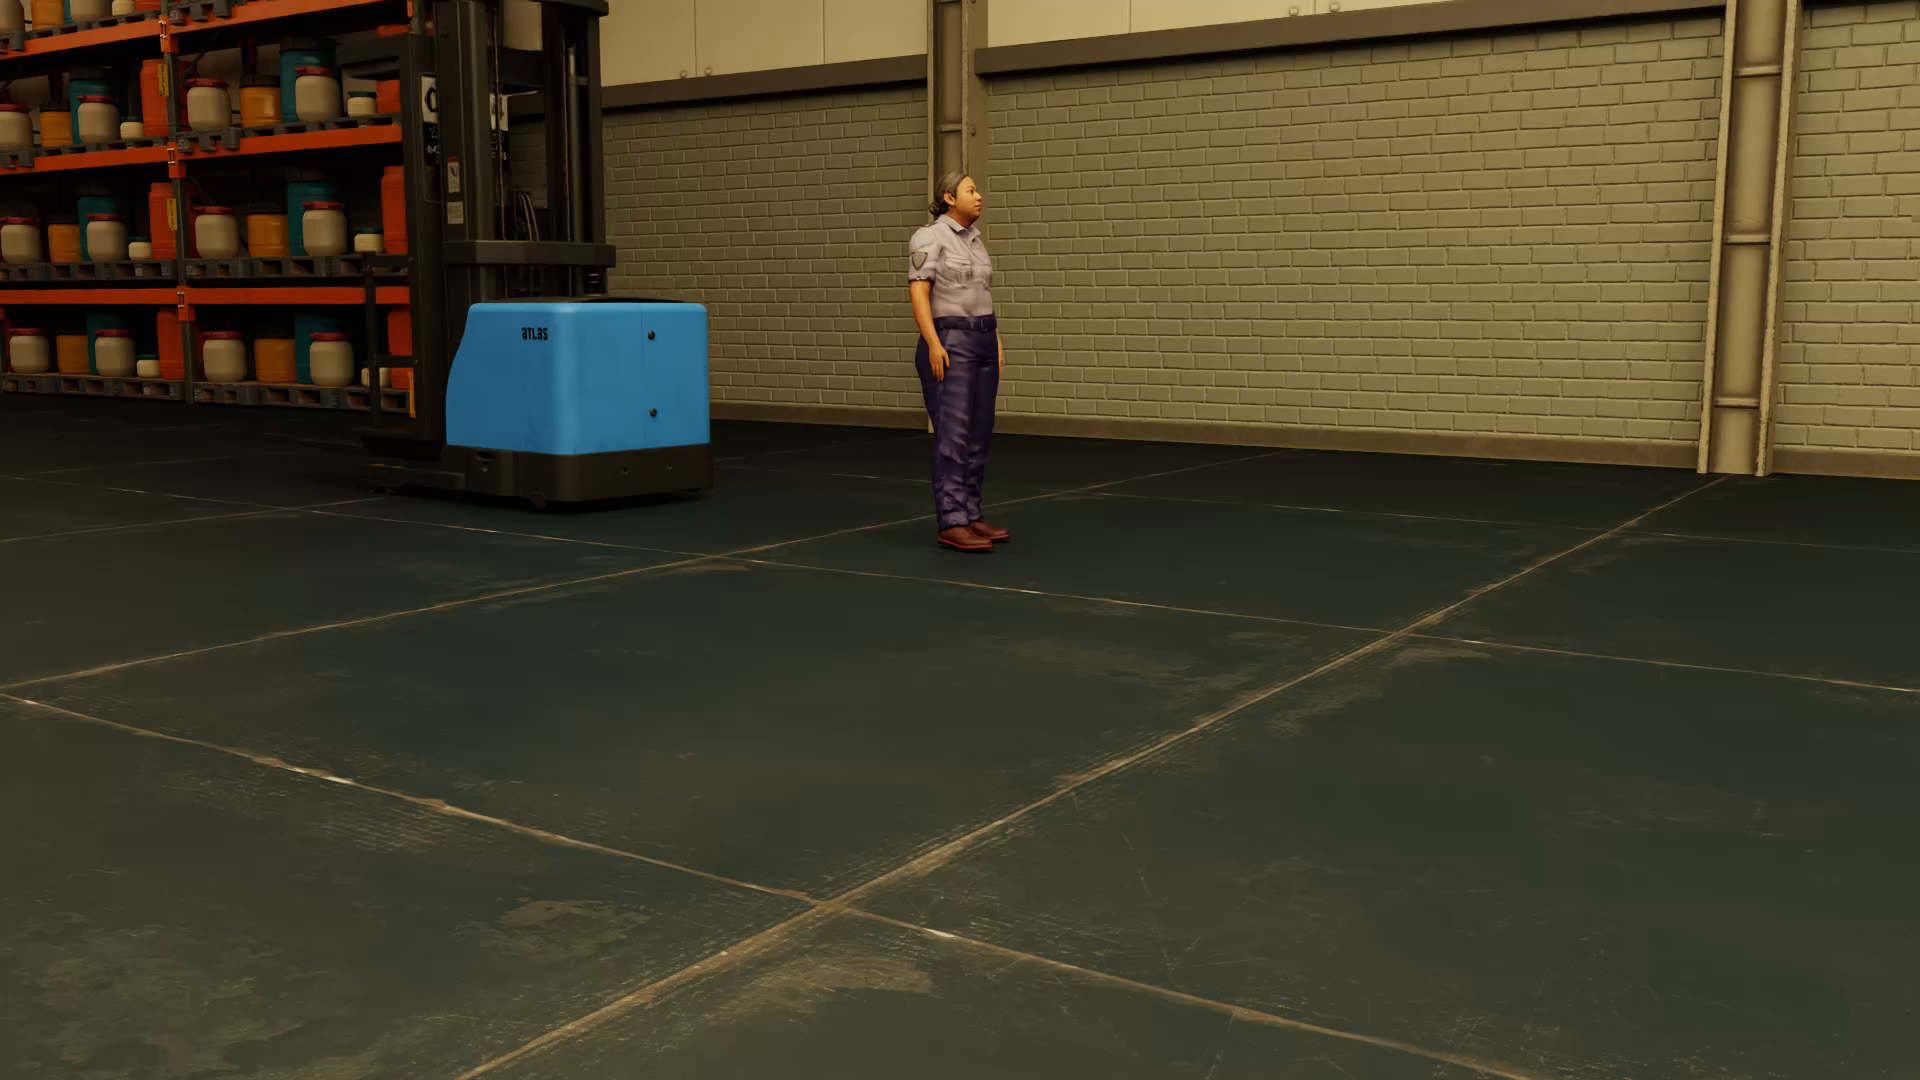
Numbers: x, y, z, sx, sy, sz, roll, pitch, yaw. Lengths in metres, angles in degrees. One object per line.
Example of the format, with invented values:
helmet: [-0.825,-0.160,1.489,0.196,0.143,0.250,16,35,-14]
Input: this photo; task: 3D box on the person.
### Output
person: [0.062,-0.814,7.419,0.503,1.650,0.599,5,10,34]

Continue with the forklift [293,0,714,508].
forklift: [-2.814,-1.759,9.562,3.031,2.935,1.130,7,10,39]
